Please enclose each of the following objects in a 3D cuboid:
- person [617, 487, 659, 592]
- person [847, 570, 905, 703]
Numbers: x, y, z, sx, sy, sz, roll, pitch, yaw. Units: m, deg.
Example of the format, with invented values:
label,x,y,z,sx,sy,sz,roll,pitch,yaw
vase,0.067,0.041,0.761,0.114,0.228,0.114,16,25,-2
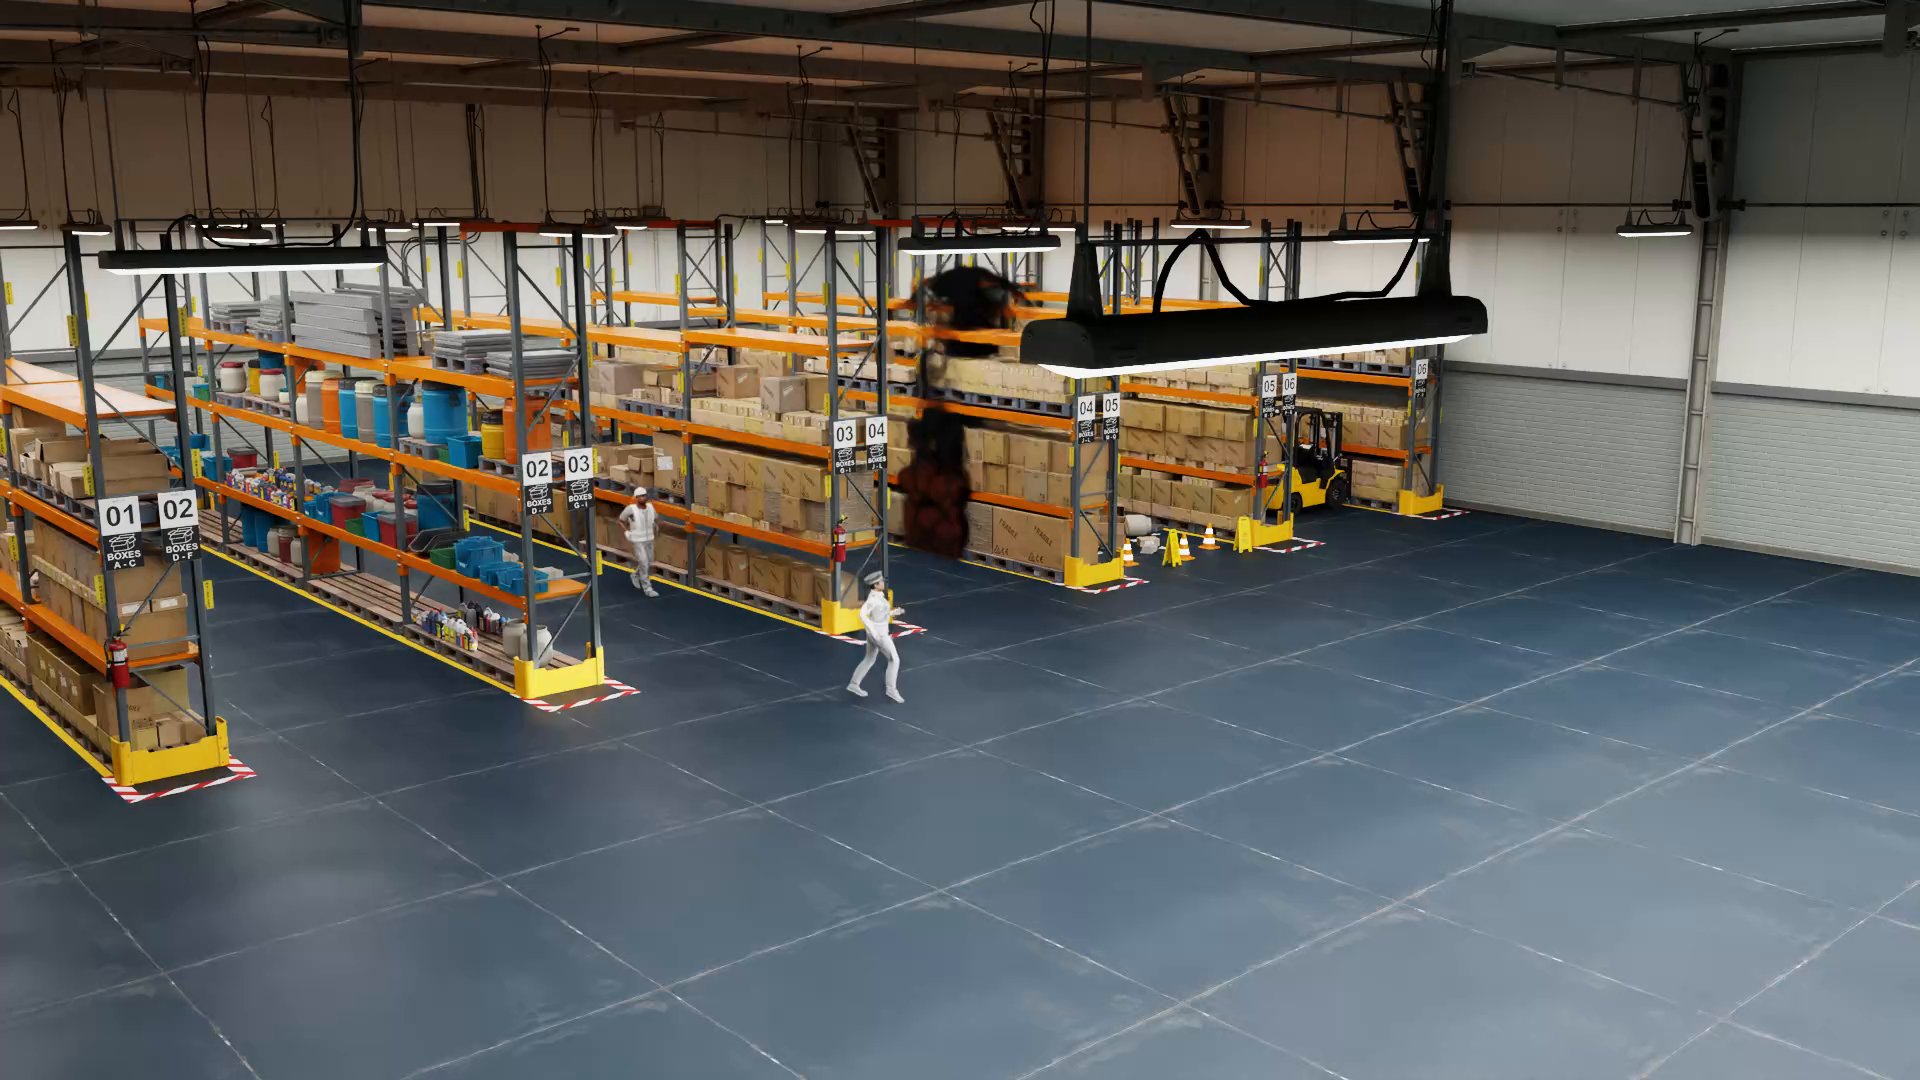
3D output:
label,x,y,z,sx,sy,sz,roll,pitch,yaw
person,-5.232,-0.022,27.286,0.712,1.716,0.703,11,16,43
person,-1.081,1.253,21.389,0.765,1.745,0.583,-2,12,-11
